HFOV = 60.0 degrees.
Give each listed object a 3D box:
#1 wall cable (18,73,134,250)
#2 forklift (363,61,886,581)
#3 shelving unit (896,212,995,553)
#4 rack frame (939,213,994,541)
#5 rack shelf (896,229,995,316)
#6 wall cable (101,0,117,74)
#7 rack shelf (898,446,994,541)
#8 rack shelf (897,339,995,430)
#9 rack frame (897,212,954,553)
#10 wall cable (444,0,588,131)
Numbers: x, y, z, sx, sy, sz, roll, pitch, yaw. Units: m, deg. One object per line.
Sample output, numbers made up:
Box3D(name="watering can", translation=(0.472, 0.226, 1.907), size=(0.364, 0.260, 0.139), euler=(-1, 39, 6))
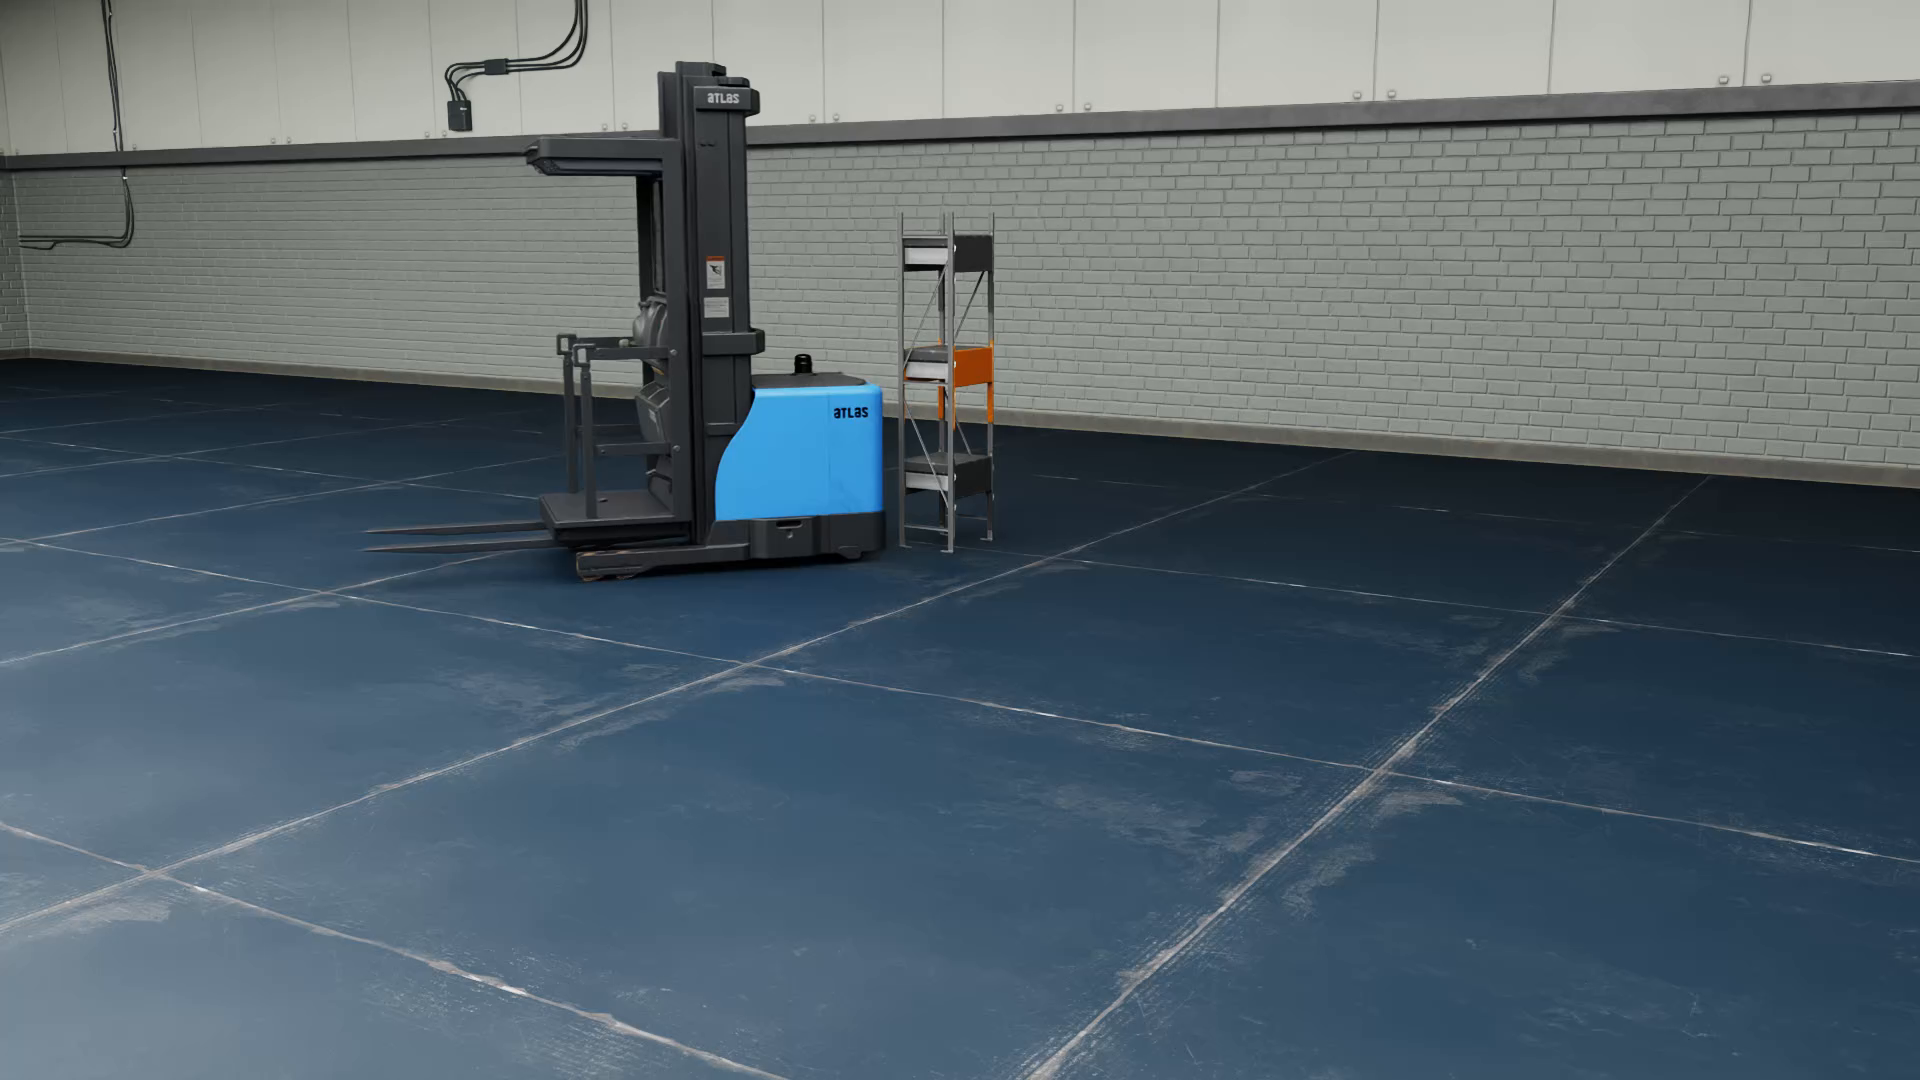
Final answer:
Box3D(name="wall cable", translation=(-13.439, -5.634, 24.948), size=(3.097, 2.526, 0.112), euler=(6, 12, 31))
Box3D(name="forklift", translation=(-2.029, -1.311, 9.909), size=(3.031, 2.935, 1.130), euler=(-4, 11, -18))
Box3D(name="shelving unit", translation=(-0.086, -1.006, 10.536), size=(0.431, 2.100, 0.503), euler=(6, 12, 31))
Box3D(name="rack frame", translation=(0.041, -1.044, 10.741), size=(0.400, 2.100, 0.015), euler=(6, 12, 31))
Box3D(name="rack shelf", translation=(-0.086, -1.681, 10.410), size=(0.431, 0.518, 0.480), euler=(6, 12, 31))
Box3D(name="wall cable", translation=(-11.127, -7.858, 23.102), size=(3.097, 2.526, 0.112), euler=(6, 12, 31))
Box3D(name="rack shelf", translation=(-0.086, -0.305, 10.668), size=(0.431, 0.518, 0.480), euler=(6, 12, 31))
Box3D(name="rack shelf", translation=(-0.086, -0.993, 10.539), size=(0.431, 0.518, 0.480), euler=(6, 12, 31))
Box3D(name="rack frame", translation=(-0.213, -0.968, 10.331), size=(0.400, 2.100, 0.015), euler=(6, 12, 31))
Box3D(name="wall cable", translation=(-5.334, -7.923, 19.491), size=(2.305, 6.003, 0.169), euler=(6, 12, 31))
